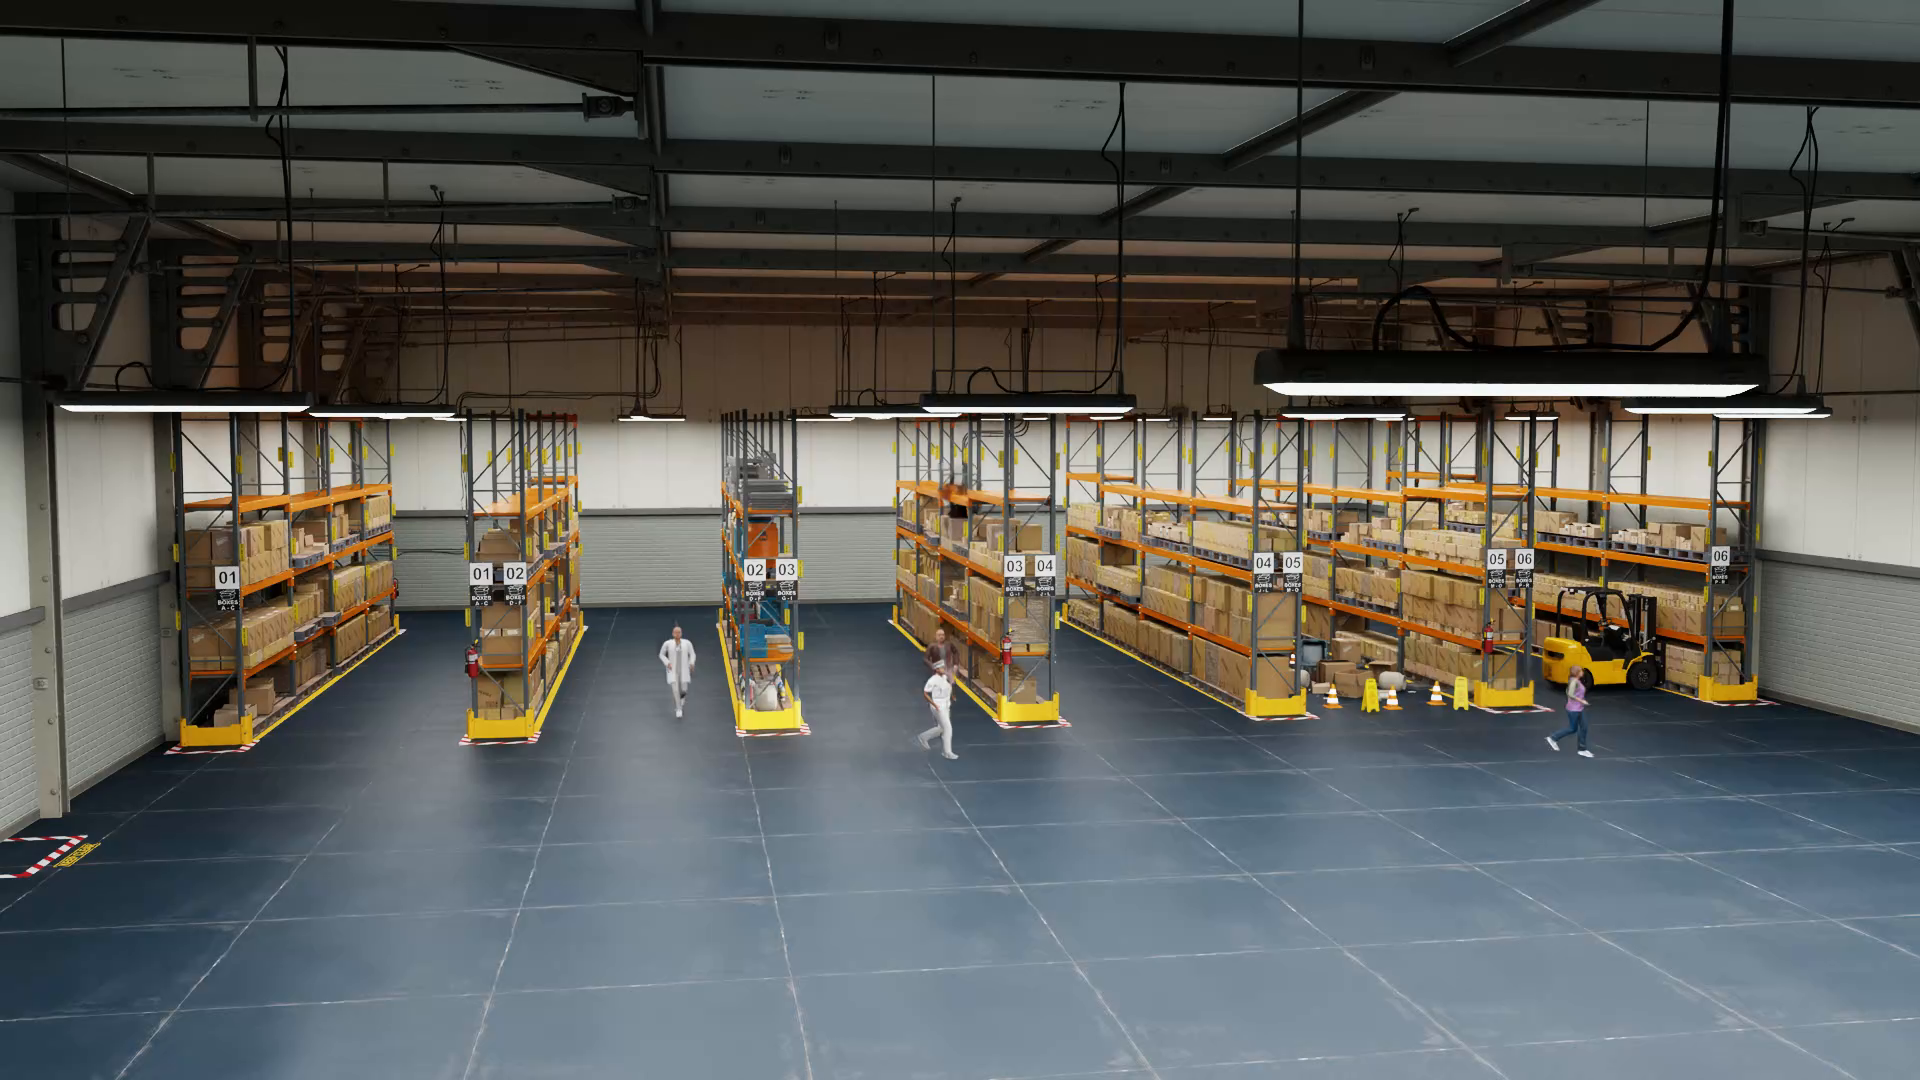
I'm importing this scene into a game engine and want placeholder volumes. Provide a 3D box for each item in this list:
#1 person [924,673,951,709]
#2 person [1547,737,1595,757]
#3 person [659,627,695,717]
[{"bbox_3d":[-0.346,2.581,28.601,0.368,0.584,0.535,2,5,29],"label":"person"},{"bbox_3d":[10.545,3.562,28.711,0.786,0.337,0.151,2,5,30],"label":"person"},{"bbox_3d":[-5.569,2.580,32.783,0.712,1.739,0.652,-1,4,-15],"label":"person"}]
